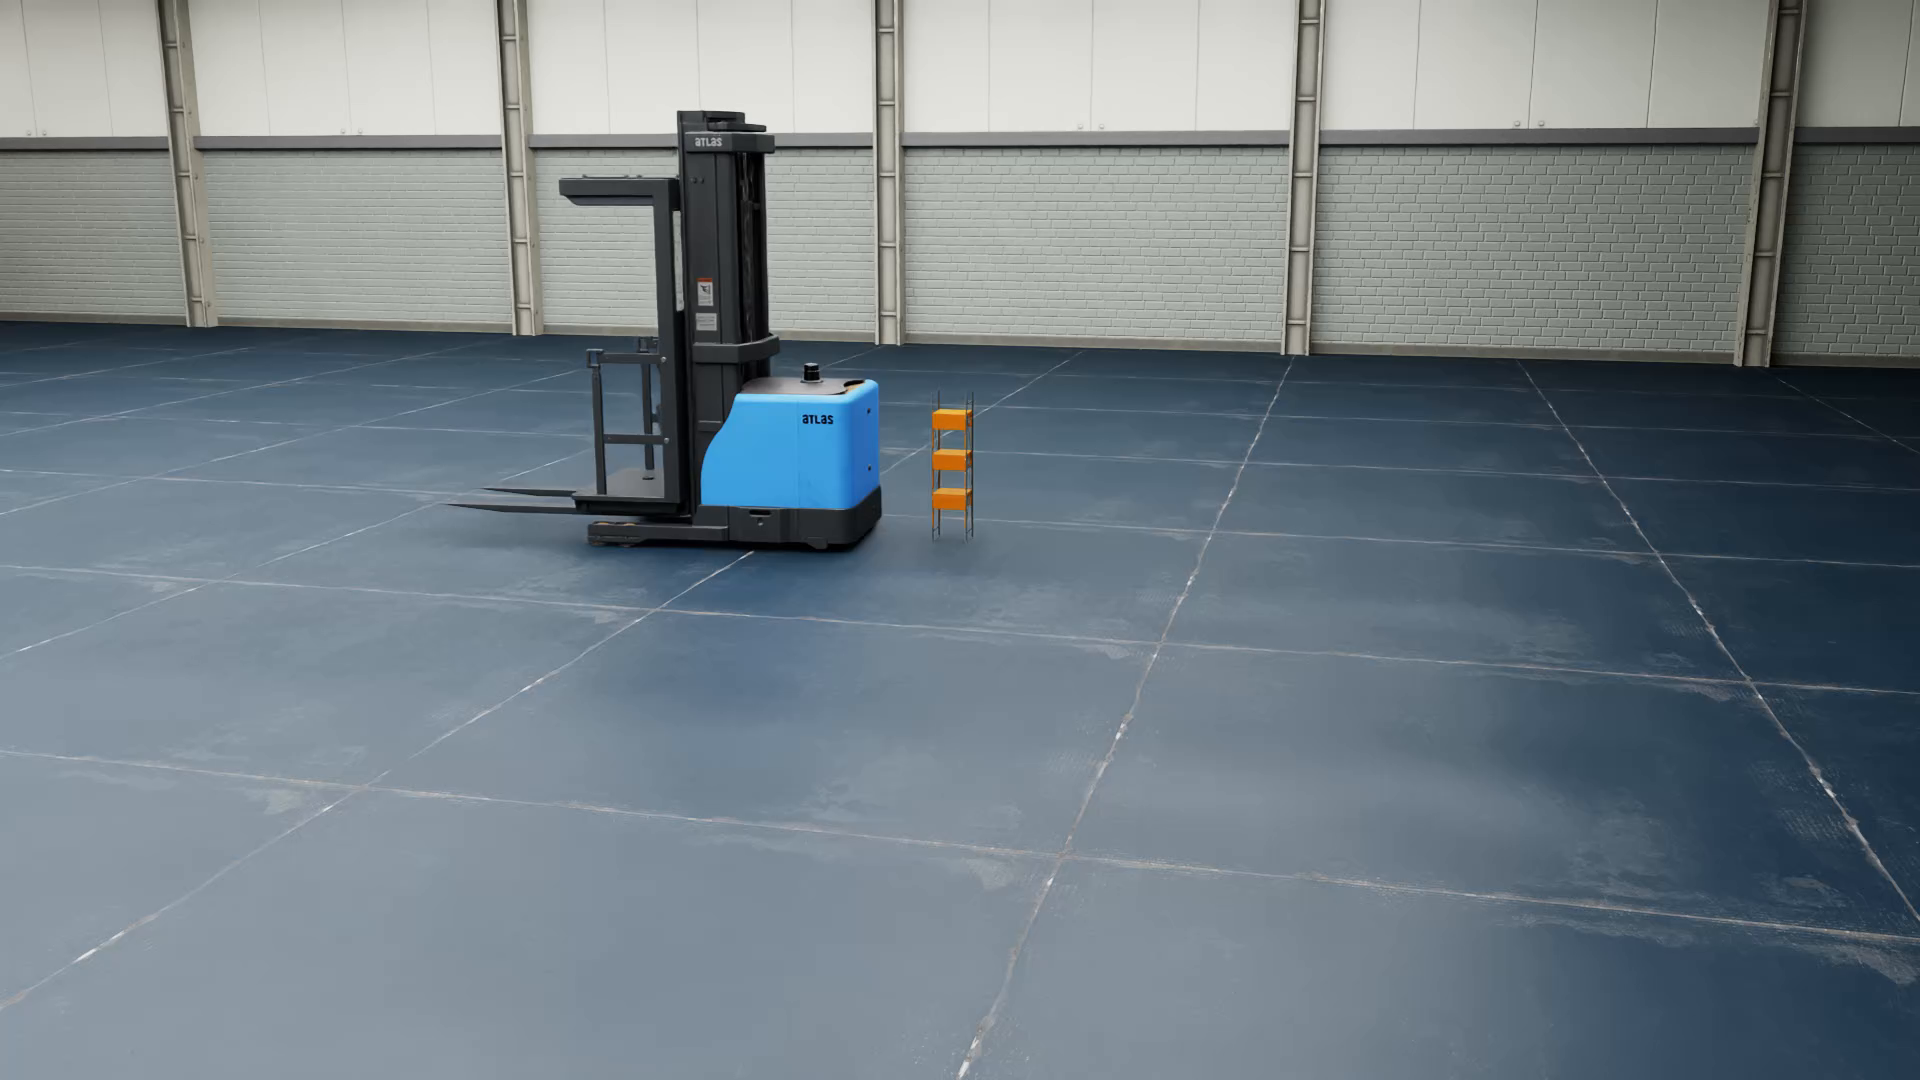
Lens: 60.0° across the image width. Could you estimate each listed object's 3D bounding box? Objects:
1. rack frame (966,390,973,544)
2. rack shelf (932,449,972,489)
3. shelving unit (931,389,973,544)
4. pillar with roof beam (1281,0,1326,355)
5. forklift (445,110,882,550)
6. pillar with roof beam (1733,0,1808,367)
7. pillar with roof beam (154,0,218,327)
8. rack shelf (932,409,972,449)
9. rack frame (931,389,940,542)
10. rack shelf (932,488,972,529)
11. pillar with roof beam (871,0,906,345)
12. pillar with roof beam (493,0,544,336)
[{"bbox_3d":[0.067,-0.509,11.604,0.008,1.050,0.200,3,13,14],"label":"rack frame"},{"bbox_3d":[-0.052,-0.505,11.635,0.240,0.259,0.215,3,13,14],"label":"rack shelf"},{"bbox_3d":[-0.052,-0.515,11.633,0.252,1.050,0.215,3,13,14],"label":"shelving unit"},{"bbox_3d":[3.746,-6.140,18.633,0.400,9.000,9.100,3,13,14],"label":"pillar with roof beam"},{"bbox_3d":[-2.137,-1.493,11.696,3.031,2.935,1.130,2,13,9],"label":"forklift"},{"bbox_3d":[9.571,-5.829,17.230,0.400,9.000,9.100,3,13,14],"label":"pillar with roof beam"},{"bbox_3d":[-13.730,-7.074,22.843,0.400,9.000,9.100,3,13,14],"label":"pillar with roof beam"},{"bbox_3d":[-0.052,-0.782,11.573,0.240,0.259,0.215,3,13,14],"label":"rack shelf"},{"bbox_3d":[-0.170,-0.522,11.661,0.008,1.050,0.200,3,13,14],"label":"rack frame"},{"bbox_3d":[-0.052,-0.234,11.695,0.240,0.259,0.215,3,13,14],"label":"rack shelf"},{"bbox_3d":[-2.079,-6.451,20.036,0.400,9.000,9.100,3,13,14],"label":"pillar with roof beam"},{"bbox_3d":[-7.905,-6.763,21.440,0.400,9.000,9.100,3,13,14],"label":"pillar with roof beam"}]
